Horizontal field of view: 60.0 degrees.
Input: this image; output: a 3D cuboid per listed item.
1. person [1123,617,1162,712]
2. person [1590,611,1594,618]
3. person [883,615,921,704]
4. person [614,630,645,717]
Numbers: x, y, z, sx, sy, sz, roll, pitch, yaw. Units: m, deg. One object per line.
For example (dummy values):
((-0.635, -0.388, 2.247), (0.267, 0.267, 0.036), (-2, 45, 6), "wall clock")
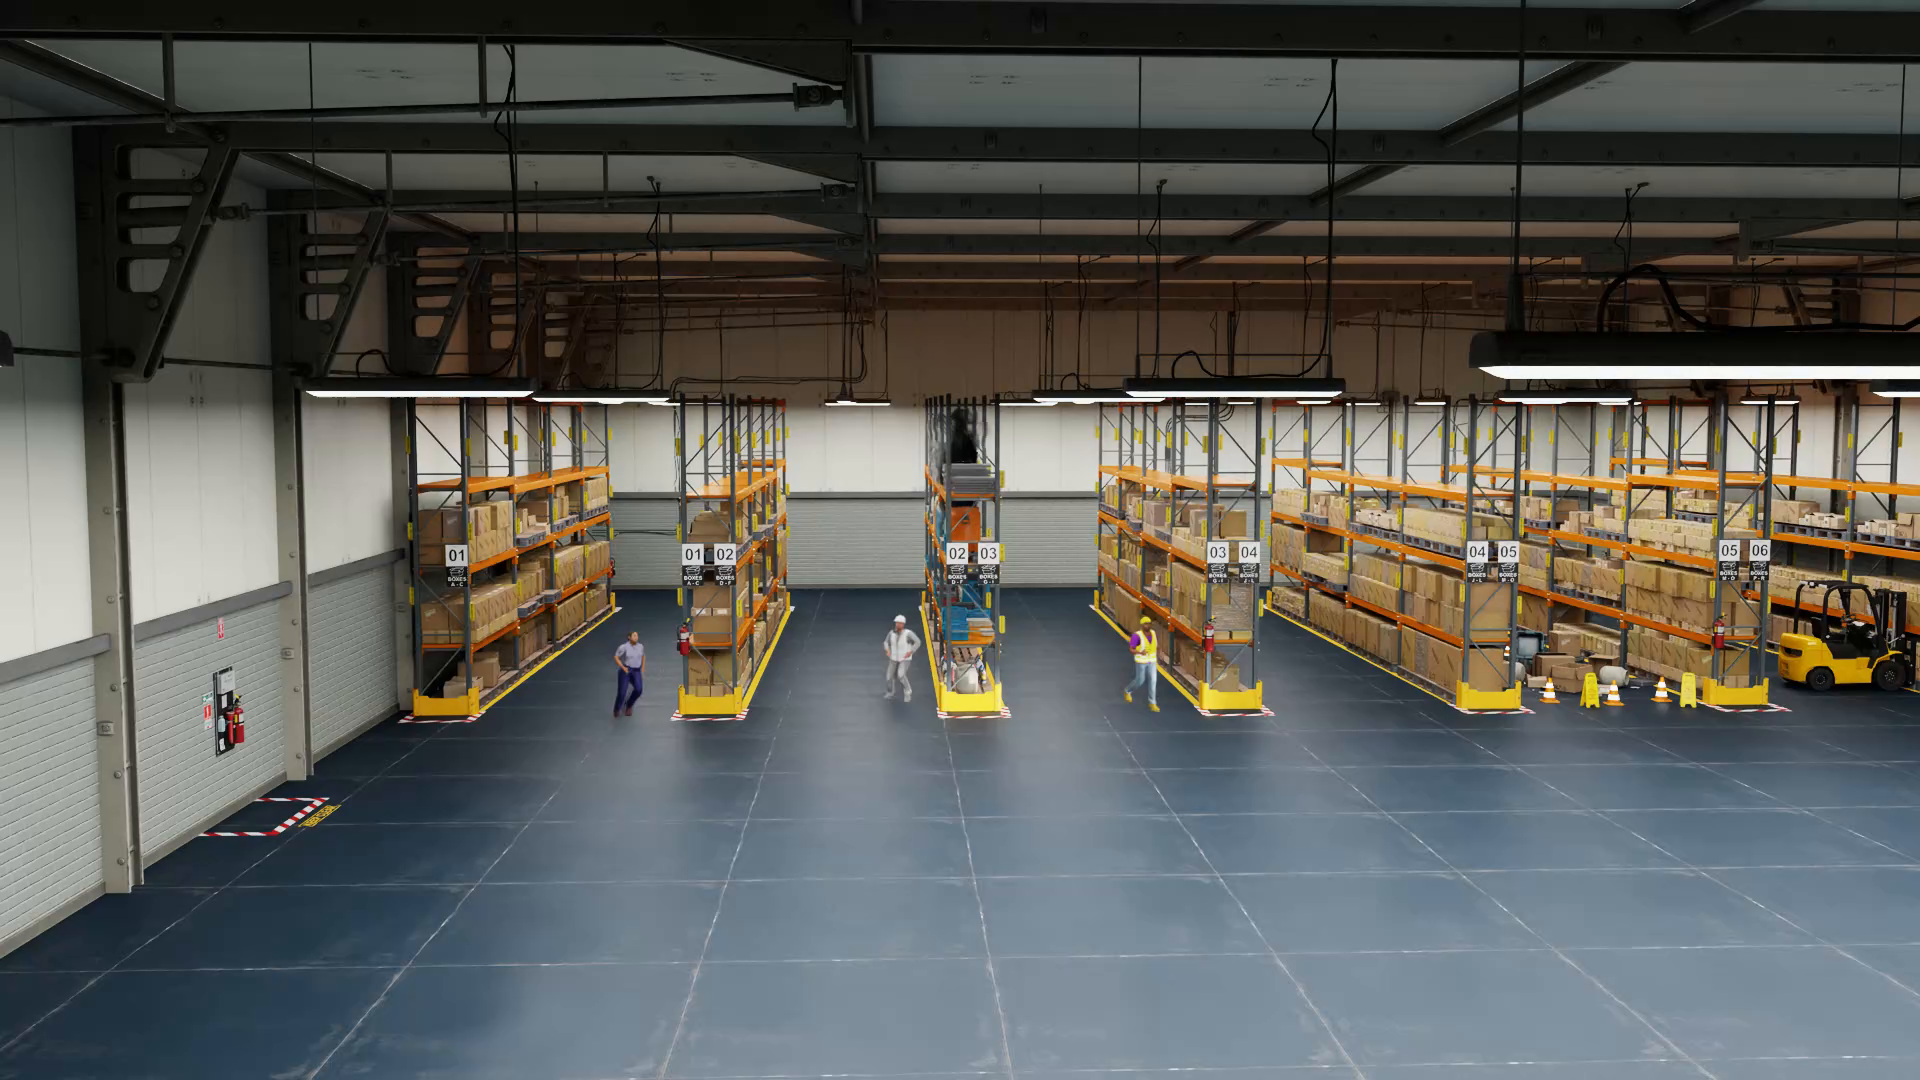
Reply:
((3.517, 2.335, 31.721), (0.711, 1.772, 0.977), (-2, 5, -23), "person")
((16.935, 1.296, 44.886), (0.711, 1.750, 0.885), (-2, 5, -19), "person")
((-1.176, 2.314, 32.440), (0.798, 1.708, 0.687), (1, 5, 17), "person")
((-6.105, 2.482, 30.935), (0.664, 1.599, 0.599), (-3, 5, -32), "person")
